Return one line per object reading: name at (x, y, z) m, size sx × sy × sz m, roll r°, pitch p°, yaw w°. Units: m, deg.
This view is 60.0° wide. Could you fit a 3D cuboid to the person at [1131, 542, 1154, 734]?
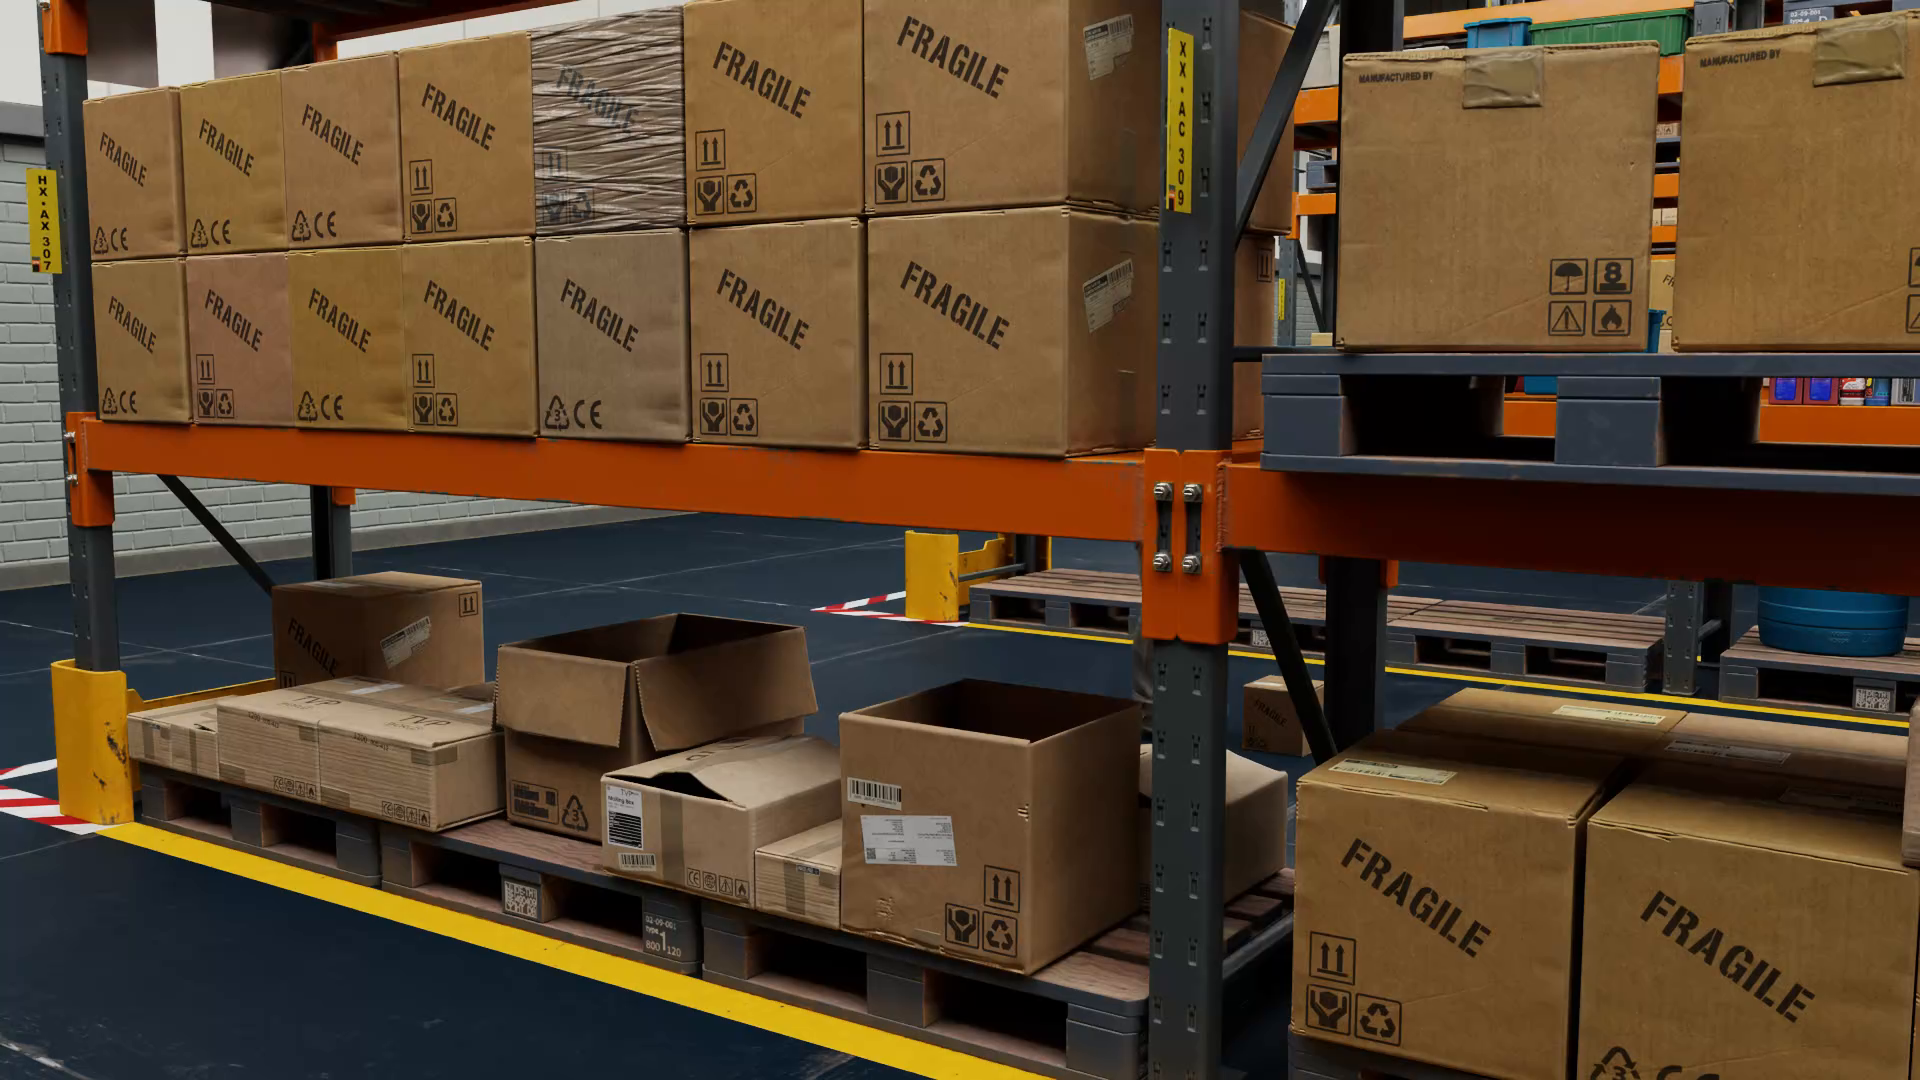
person at (0.859, -0.126, 6.628) m, size 0.358 × 1.776 × 0.557 m, roll 3°, pitch 7°, yaw 27°
